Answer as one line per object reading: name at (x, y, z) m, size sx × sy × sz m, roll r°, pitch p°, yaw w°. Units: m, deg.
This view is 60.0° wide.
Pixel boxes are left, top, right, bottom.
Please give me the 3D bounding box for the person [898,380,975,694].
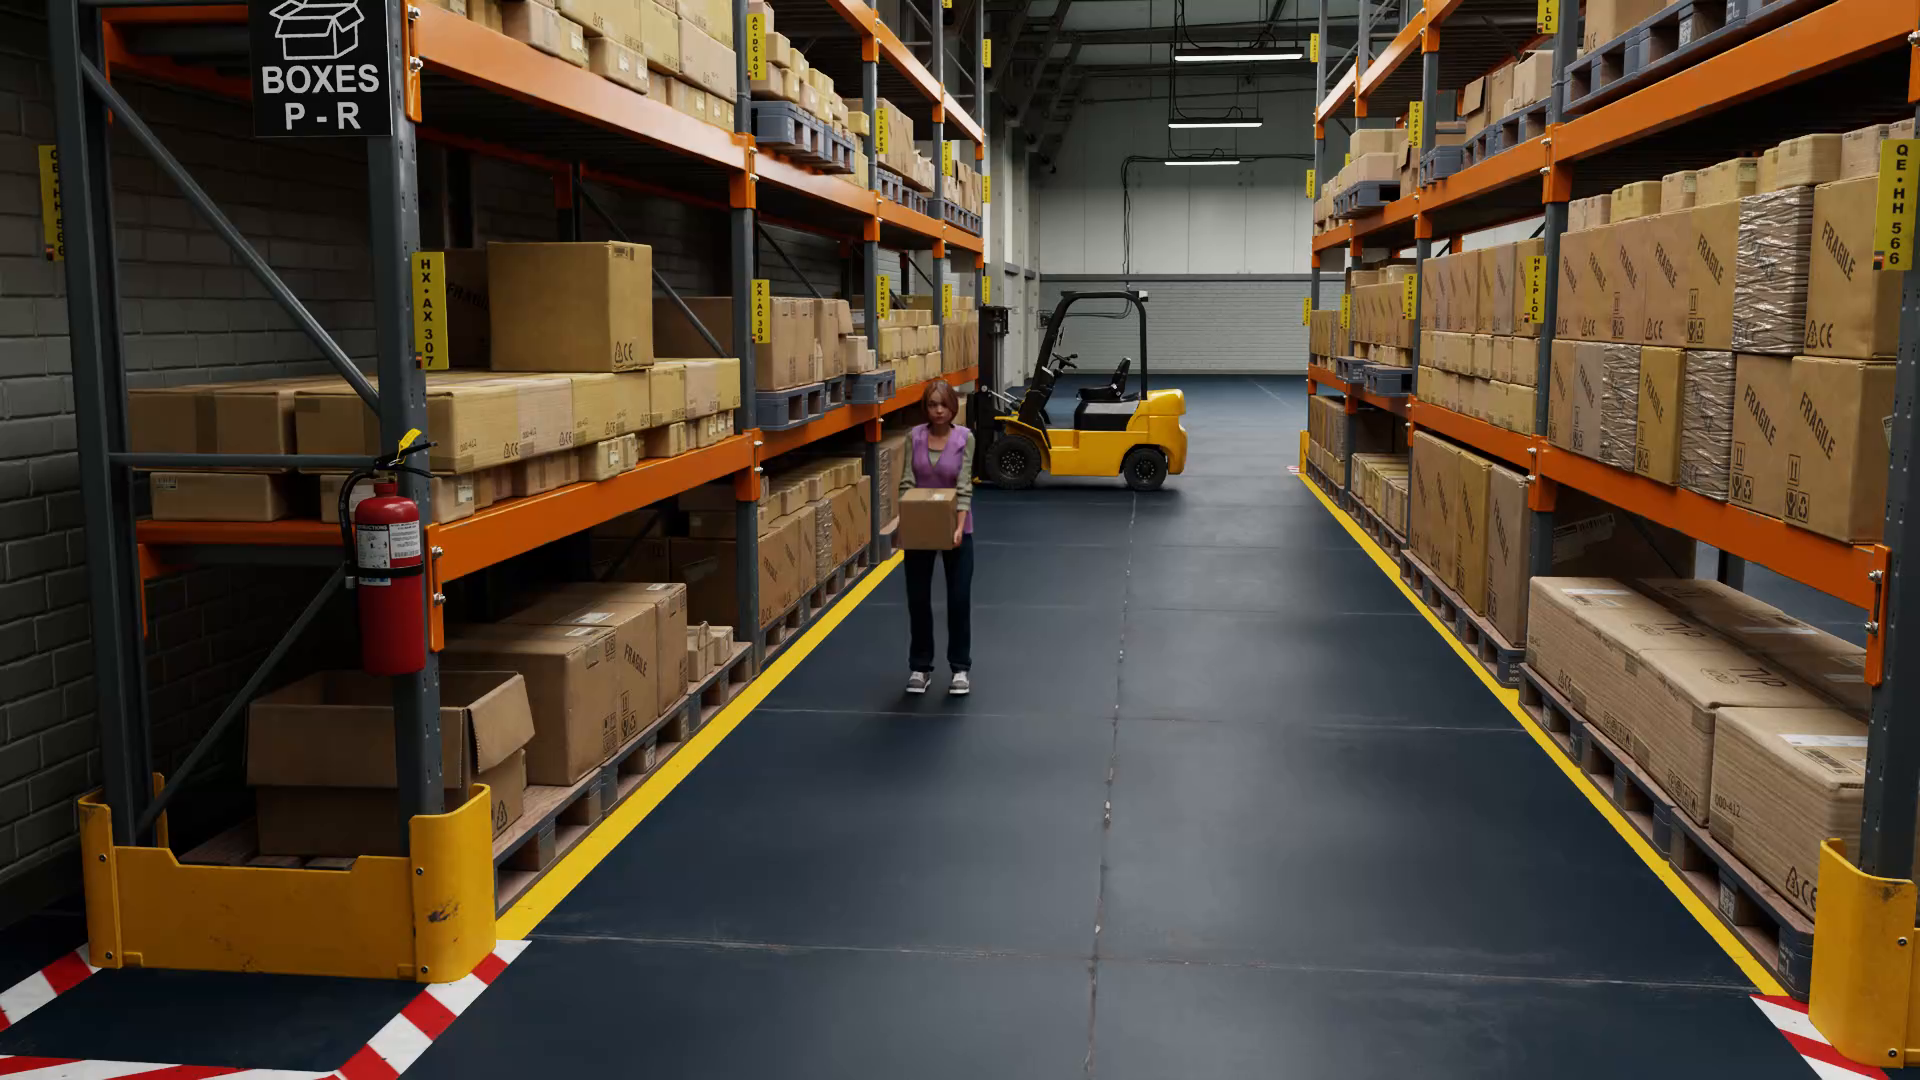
person at (-0.115, -0.005, 8.402) m, size 0.375 × 1.596 × 0.508 m, roll 1°, pitch 8°, yaw 8°
